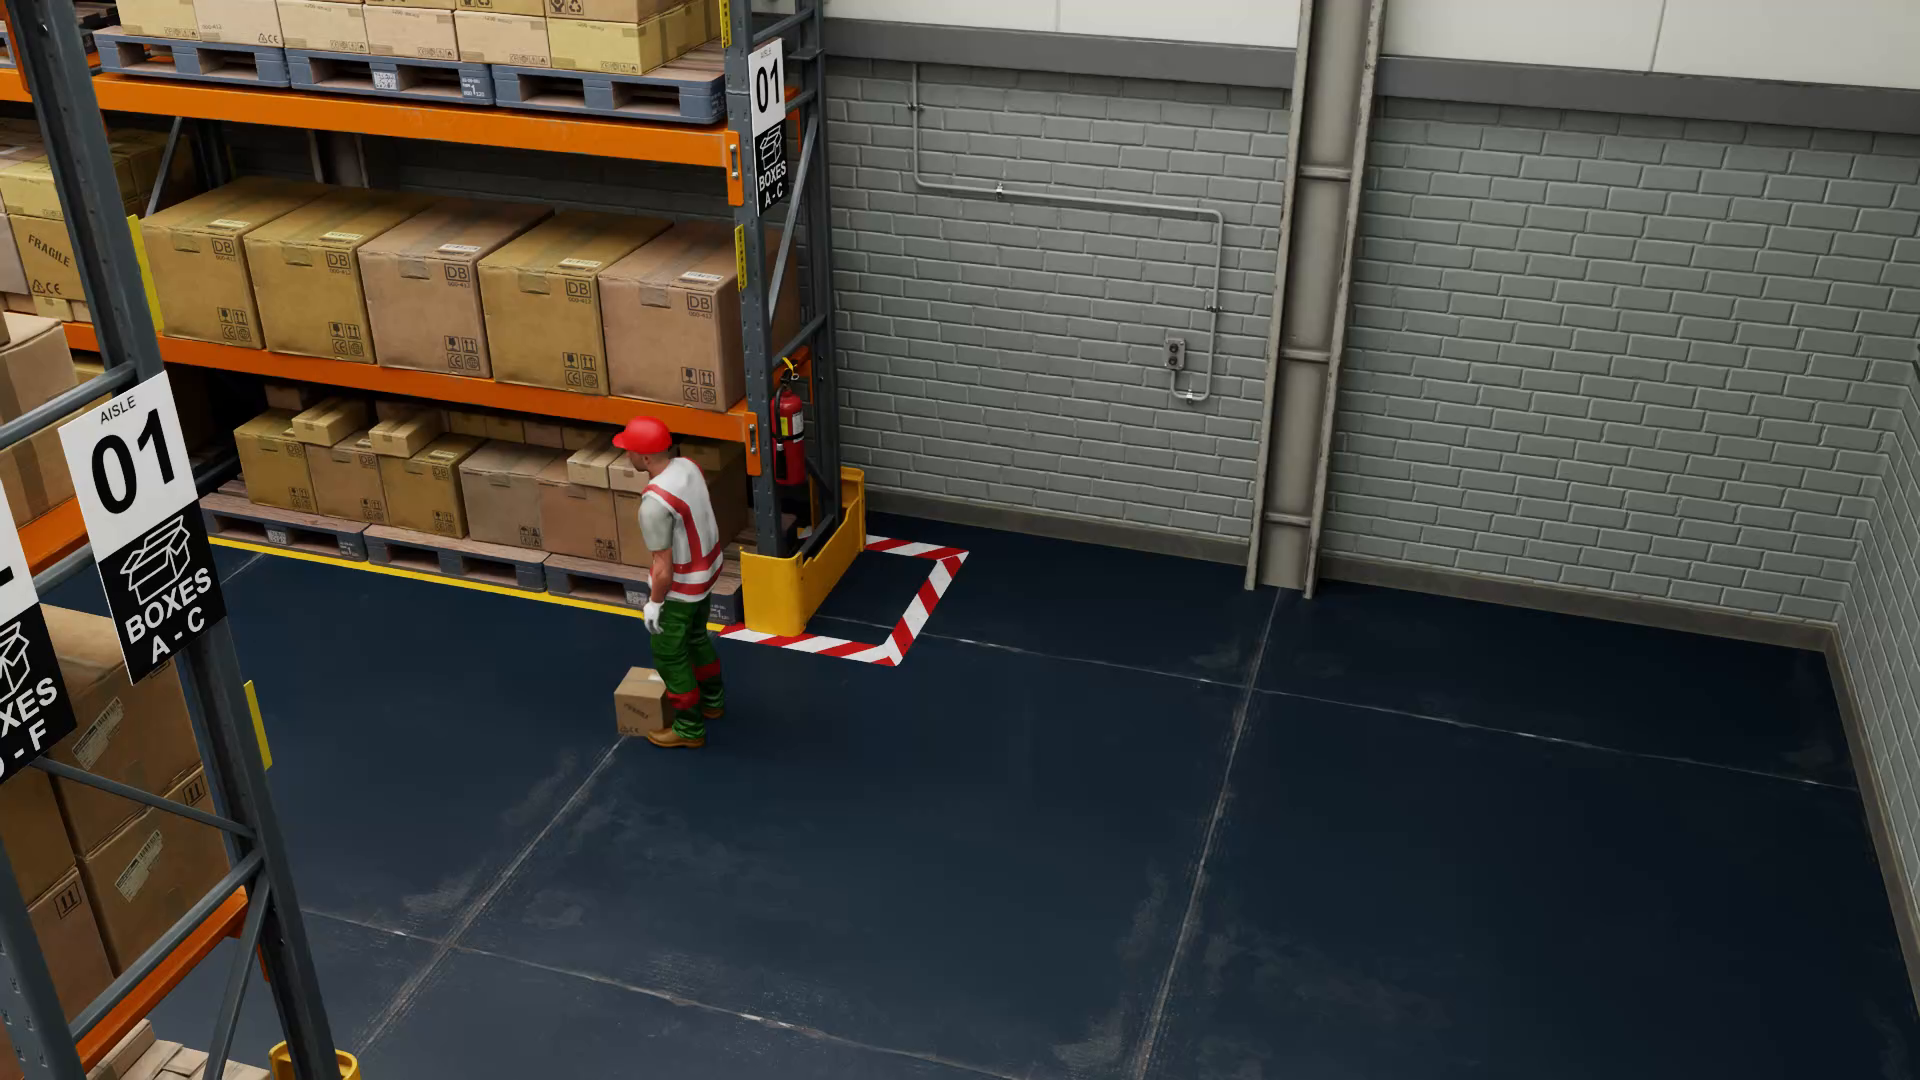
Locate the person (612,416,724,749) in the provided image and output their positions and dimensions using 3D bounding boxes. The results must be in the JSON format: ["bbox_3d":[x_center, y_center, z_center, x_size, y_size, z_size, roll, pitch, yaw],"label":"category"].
[{"bbox_3d":[-1.393,0.204,8.128,0.453,1.777,0.604,7,30,13],"label":"person"}]
